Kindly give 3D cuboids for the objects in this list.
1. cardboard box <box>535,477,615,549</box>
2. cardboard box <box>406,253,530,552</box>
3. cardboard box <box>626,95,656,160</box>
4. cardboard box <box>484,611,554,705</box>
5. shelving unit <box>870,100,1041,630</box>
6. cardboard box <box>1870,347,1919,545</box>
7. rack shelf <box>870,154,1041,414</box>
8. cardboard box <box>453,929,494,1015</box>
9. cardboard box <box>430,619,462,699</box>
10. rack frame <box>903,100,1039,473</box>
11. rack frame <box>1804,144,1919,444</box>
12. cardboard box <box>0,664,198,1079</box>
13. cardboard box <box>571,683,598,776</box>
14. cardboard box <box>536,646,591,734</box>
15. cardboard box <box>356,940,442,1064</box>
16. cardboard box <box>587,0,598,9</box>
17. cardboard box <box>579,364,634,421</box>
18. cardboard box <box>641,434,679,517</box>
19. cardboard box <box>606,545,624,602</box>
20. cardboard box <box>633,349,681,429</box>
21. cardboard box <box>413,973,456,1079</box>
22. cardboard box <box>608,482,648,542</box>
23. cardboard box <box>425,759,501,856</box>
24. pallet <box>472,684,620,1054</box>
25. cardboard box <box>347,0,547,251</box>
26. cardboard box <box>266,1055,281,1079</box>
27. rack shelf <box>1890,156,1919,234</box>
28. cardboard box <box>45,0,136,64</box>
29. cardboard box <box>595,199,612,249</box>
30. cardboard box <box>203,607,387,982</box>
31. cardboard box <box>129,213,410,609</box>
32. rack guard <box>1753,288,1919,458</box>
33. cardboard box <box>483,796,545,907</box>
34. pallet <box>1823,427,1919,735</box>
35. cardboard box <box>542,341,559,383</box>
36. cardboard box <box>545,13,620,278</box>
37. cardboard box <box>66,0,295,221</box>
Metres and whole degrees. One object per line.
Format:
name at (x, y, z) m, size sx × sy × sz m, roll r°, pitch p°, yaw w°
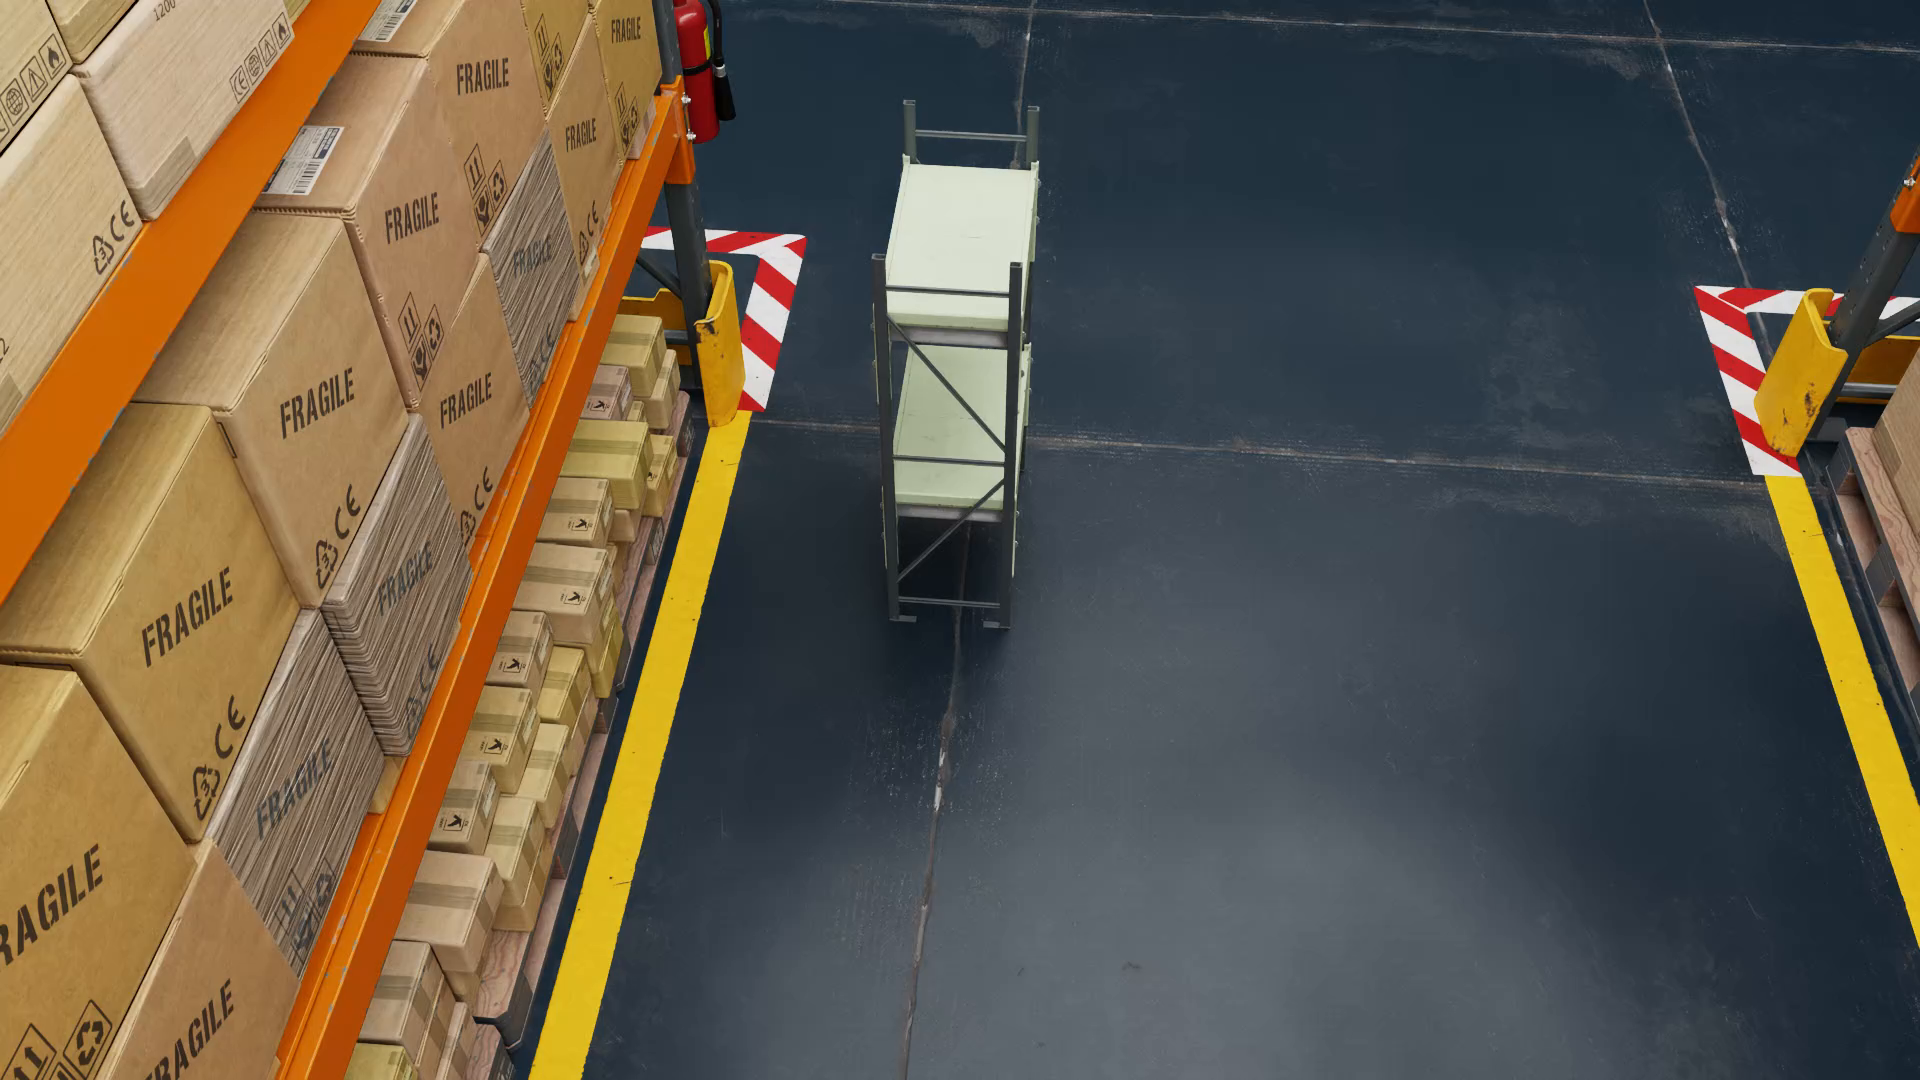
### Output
cardboard box at (-1.260, -0.054, 5.011) m, size 0.380 × 0.149 × 0.250 m, roll 2°, pitch 48°, yaw 2°
cardboard box at (-1.329, -0.315, 3.736) m, size 0.500 × 0.500 × 0.500 m, roll 6°, pitch 48°, yaw 5°
cardboard box at (-1.148, -1.302, 5.079) m, size 0.380 × 0.149 × 0.250 m, roll 4°, pitch 48°, yaw 4°
cardboard box at (-1.363, 0.333, 4.657) m, size 0.380 × 0.149 × 0.250 m, roll 2°, pitch 48°, yaw 2°
shelving unit at (-0.001, -0.501, 5.192) m, size 0.431 × 1.500 × 0.755 m, roll 4°, pitch 48°, yaw 4°
cardboard box at (3.578, -0.172, 5.327) m, size 0.875 × 0.438 × 0.875 m, roll 2°, pitch 48°, yaw 2°
rack shelf at (-0.001, -0.765, 4.904) m, size 0.431 × 0.370 × 0.720 m, roll 4°, pitch 48°, yaw 4°
cardboard box at (-1.453, 1.096, 4.362) m, size 0.380 × 0.149 × 0.250 m, roll 2°, pitch 48°, yaw 2°
cardboard box at (-1.341, 0.221, 3.685) m, size 0.380 × 0.149 × 0.250 m, roll 6°, pitch 48°, yaw 5°
rack frame at (0.033, -0.770, 5.438) m, size 0.400 × 1.500 × 0.023 m, roll 4°, pitch 48°, yaw 4°
rack frame at (3.538, -1.387, 4.986) m, size 1.000 × 3.000 × 0.127 m, roll 4°, pitch 48°, yaw 4°
cardboard box at (-1.481, 0.507, 2.307) m, size 0.500 × 0.500 × 0.500 m, roll 5°, pitch 48°, yaw 4°
cardboard box at (-1.288, 0.533, 4.877) m, size 0.380 × 0.149 × 0.250 m, roll 5°, pitch 48°, yaw 4°
cardboard box at (-1.286, 0.432, 4.768) m, size 0.380 × 0.149 × 0.250 m, roll 6°, pitch 48°, yaw 5°
cardboard box at (-1.468, 1.093, 3.962) m, size 0.380 × 0.149 × 0.250 m, roll 3°, pitch 48°, yaw 3°
cardboard box at (-1.194, -1.764, 4.384) m, size 0.500 × 0.500 × 0.500 m, roll 3°, pitch 48°, yaw 3°
cardboard box at (-1.276, -0.439, 5.363) m, size 0.380 × 0.149 × 0.250 m, roll 5°, pitch 48°, yaw 4°
cardboard box at (-1.163, -0.229, 5.574) m, size 0.380 × 0.149 × 0.250 m, roll 5°, pitch 48°, yaw 5°
cardboard box at (-1.282, 0.142, 5.235) m, size 0.380 × 0.149 × 0.250 m, roll 4°, pitch 48°, yaw 4°
cardboard box at (-1.164, -0.519, 5.637) m, size 0.380 × 0.149 × 0.250 m, roll 3°, pitch 48°, yaw 2°
cardboard box at (-1.466, 1.197, 4.068) m, size 0.380 × 0.149 × 0.250 m, roll 2°, pitch 48°, yaw 2°
cardboard box at (-1.210, -0.137, 5.288) m, size 0.380 × 0.149 × 0.250 m, roll 2°, pitch 48°, yaw 2°
cardboard box at (-1.421, 0.706, 4.316) m, size 0.380 × 0.149 × 0.250 m, roll 2°, pitch 48°, yaw 2°
pallet at (-1.630, 0.840, 4.839) m, size 1.003 × 0.211 × 1.213 m, roll 4°, pitch 48°, yaw 4°
cardboard box at (-1.279, -1.009, 3.693) m, size 0.500 × 0.500 × 0.500 m, roll 6°, pitch 48°, yaw 5°
cardboard box at (-1.464, 0.997, 2.975) m, size 0.380 × 0.149 × 0.250 m, roll 5°, pitch 48°, yaw 5°
rack shelf at (3.356, 0.325, 3.907) m, size 1.077 × 0.370 × 4.000 m, roll 4°, pitch 48°, yaw 4°
cardboard box at (-1.372, -0.909, 2.279) m, size 0.500 × 0.250 × 0.500 m, roll 5°, pitch 48°, yaw 4°
cardboard box at (-1.216, -0.937, 4.744) m, size 0.380 × 0.149 × 0.250 m, roll 3°, pitch 48°, yaw 3°
cardboard box at (-1.431, 0.448, 3.038) m, size 0.500 × 0.500 × 0.500 m, roll 4°, pitch 48°, yaw 4°
cardboard box at (-1.372, -0.243, 2.993) m, size 0.500 × 0.500 × 0.500 m, roll 5°, pitch 48°, yaw 4°
rack guard at (3.541, -0.561, 5.924) m, size 1.175 × 0.500 × 0.348 m, roll 4°, pitch 48°, yaw 4°
cardboard box at (-1.331, 0.815, 4.417) m, size 0.380 × 0.149 × 0.250 m, roll 4°, pitch 48°, yaw 3°
pallet at (3.543, 0.147, 5.473) m, size 1.003 × 0.211 × 1.213 m, roll 4°, pitch 48°, yaw 4°
cardboard box at (-1.270, -0.556, 4.396) m, size 0.380 × 0.149 × 0.250 m, roll 2°, pitch 48°, yaw 2°
cardboard box at (-1.237, -1.054, 4.412) m, size 0.500 × 0.500 × 0.500 m, roll 3°, pitch 48°, yaw 3°
cardboard box at (-1.356, -0.741, 2.464) m, size 0.500 × 0.250 × 0.500 m, roll 6°, pitch 48°, yaw 5°
